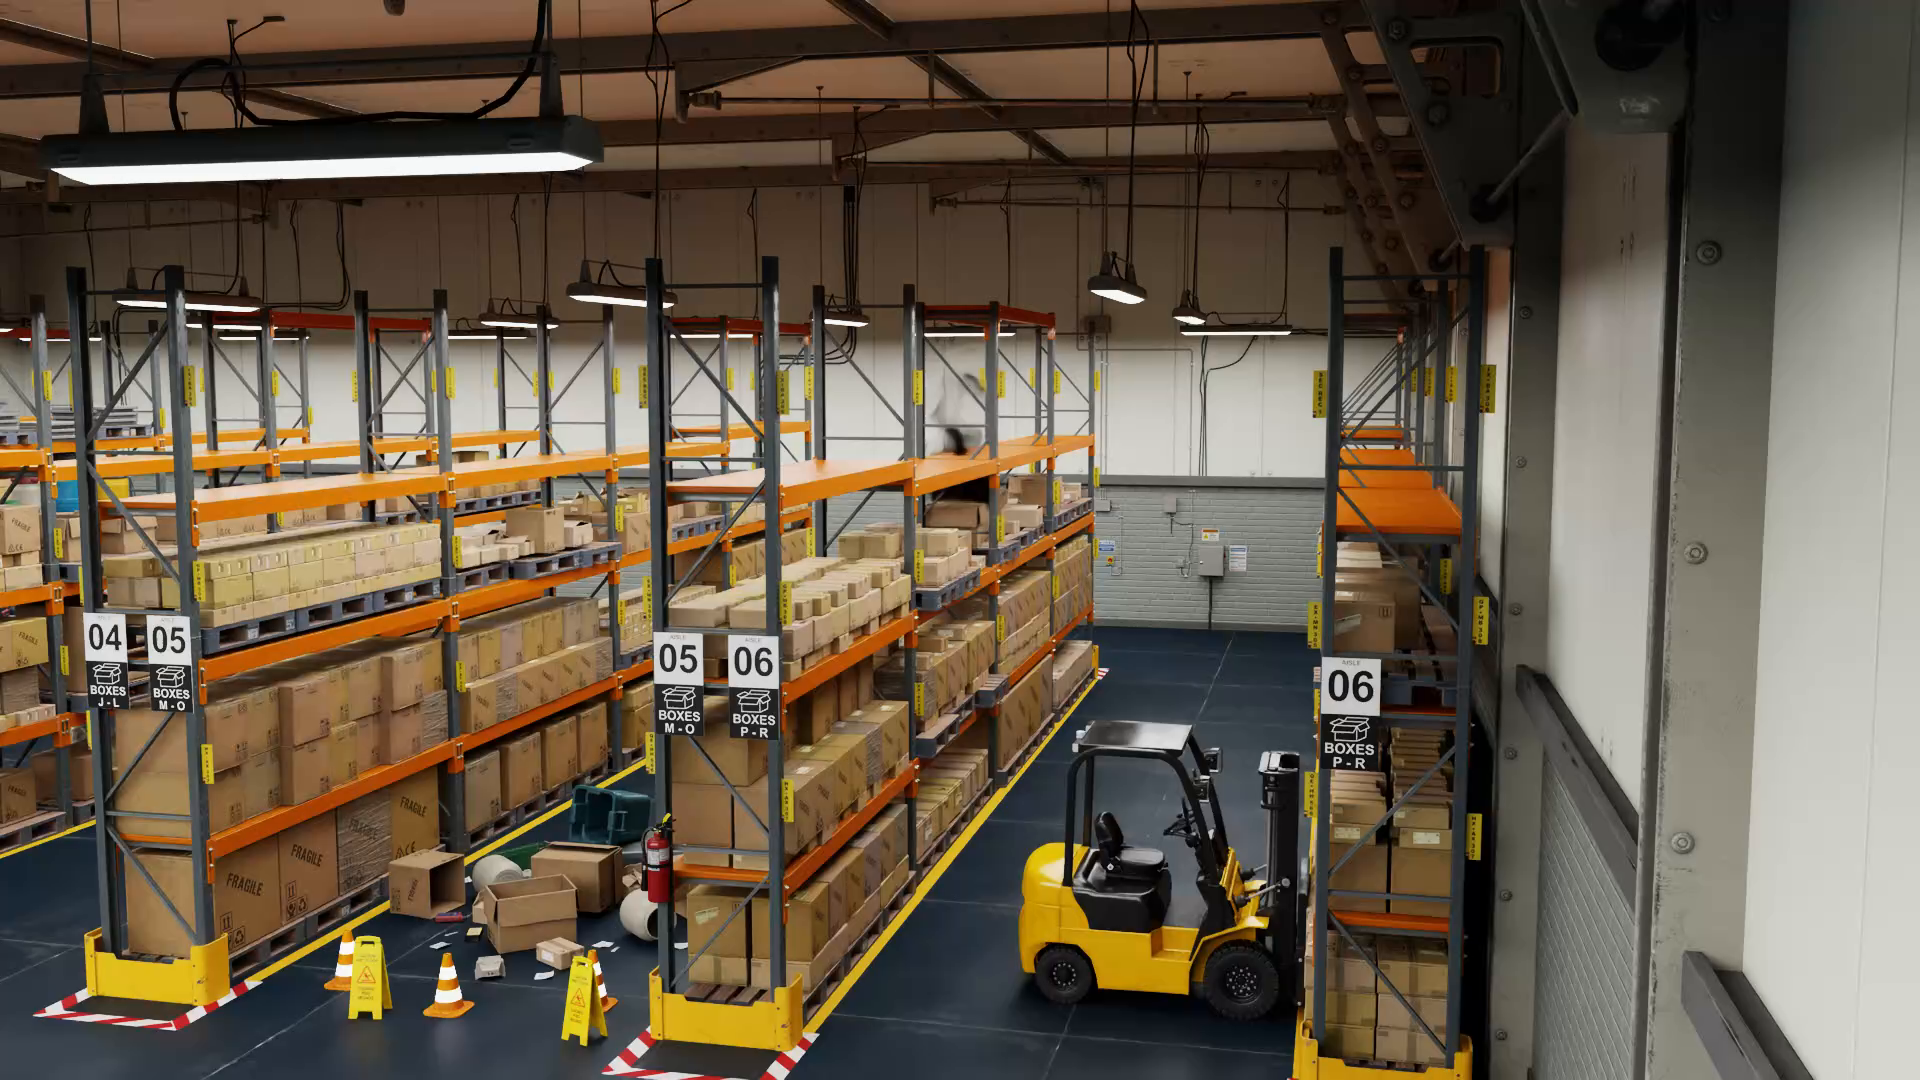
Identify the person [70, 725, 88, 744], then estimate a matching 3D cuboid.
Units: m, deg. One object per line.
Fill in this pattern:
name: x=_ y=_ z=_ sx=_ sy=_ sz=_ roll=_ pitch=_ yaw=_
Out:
person: x=-11.443 y=2.099 z=21.494 sx=0.633 sy=1.776 sz=0.985 roll=1 pitch=6 yaw=6
